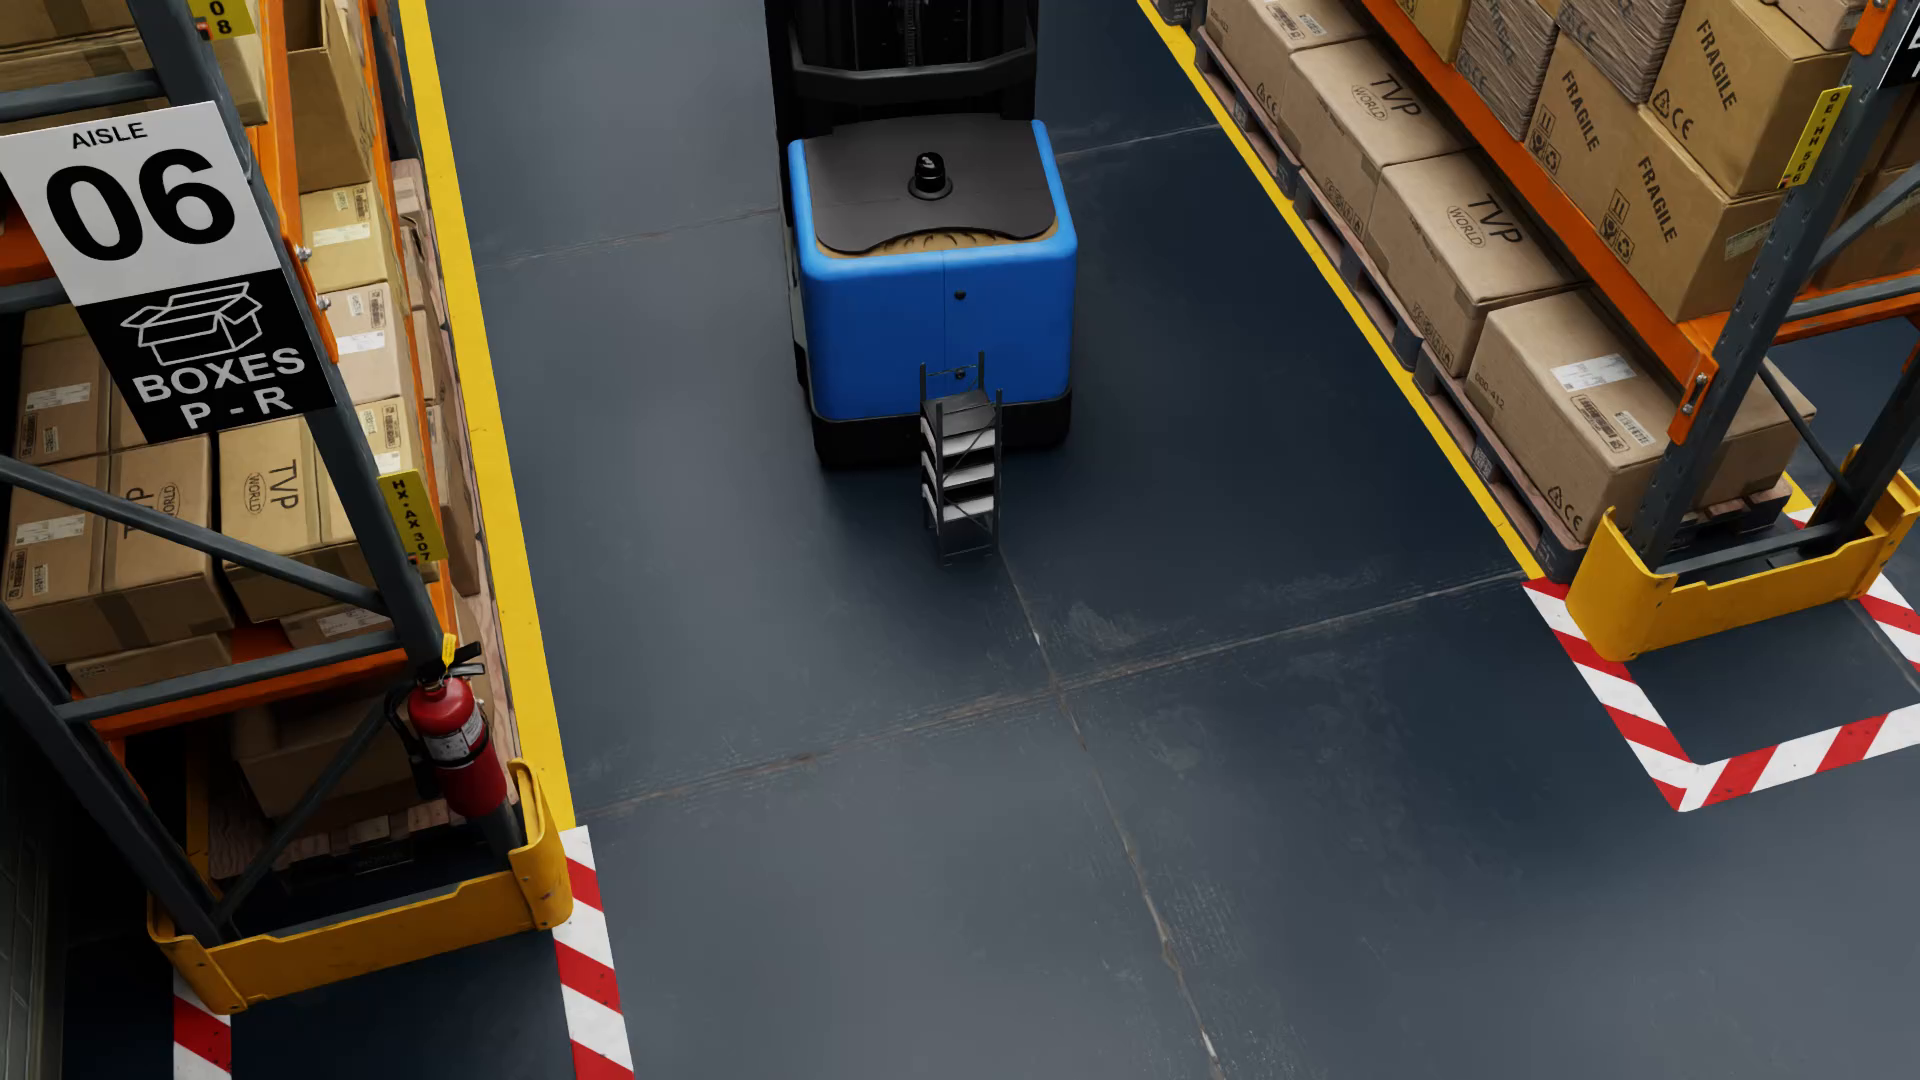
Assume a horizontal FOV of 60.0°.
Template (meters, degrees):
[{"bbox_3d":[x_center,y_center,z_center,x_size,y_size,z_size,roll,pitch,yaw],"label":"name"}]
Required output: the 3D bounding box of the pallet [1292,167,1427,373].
[{"bbox_3d":[2.220,-1.331,7.524,1.003,0.211,1.213,-13,51,-11],"label":"pallet"}]

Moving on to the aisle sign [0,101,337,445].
[{"bbox_3d":[-1.551,-0.504,3.302,0.394,0.787,0.004,-13,51,-11],"label":"aisle sign"}]

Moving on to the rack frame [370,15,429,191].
[{"bbox_3d":[-3.035,-2.571,6.745,1.000,3.000,0.127,-13,51,-11],"label":"rack frame"}]

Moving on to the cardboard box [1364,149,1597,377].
[{"bbox_3d":[2.319,-1.210,6.999,0.875,0.438,0.875,-12,51,-10],"label":"cardboard box"}]

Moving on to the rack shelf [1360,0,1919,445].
[{"bbox_3d":[2.297,-2.003,6.737,1.077,0.370,4.000,-13,51,-11],"label":"rack shelf"}]

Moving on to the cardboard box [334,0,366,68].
[{"bbox_3d":[-2.489,-1.939,6.116,0.500,0.250,0.500,-13,51,-11],"label":"cardboard box"}]

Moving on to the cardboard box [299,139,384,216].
[{"bbox_3d":[-2.203,-1.196,5.489,0.500,0.250,0.500,-15,51,-12],"label":"cardboard box"}]

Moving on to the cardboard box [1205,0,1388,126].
[{"bbox_3d":[1.789,-2.523,8.106,0.875,0.438,0.875,-14,51,-12],"label":"cardboard box"}]

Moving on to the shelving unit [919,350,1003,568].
[{"bbox_3d":[0.002,-0.284,6.191,0.258,0.900,0.210,-13,51,-11],"label":"shelving unit"}]

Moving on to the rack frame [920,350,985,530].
[{"bbox_3d":[-0.028,-0.358,6.253,0.240,0.900,0.006,-13,51,-11],"label":"rack frame"}]

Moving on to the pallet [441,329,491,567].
[{"bbox_3d":[-2.468,-0.278,6.636,1.003,0.211,1.213,-13,51,-11],"label":"pallet"}]

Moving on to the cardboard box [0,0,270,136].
[{"bbox_3d":[-1.722,-1.050,3.404,0.500,0.250,0.500,-14,51,-11],"label":"cardboard box"}]

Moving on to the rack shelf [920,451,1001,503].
[{"bbox_3d":[0.002,-0.263,6.216,0.258,0.077,0.200,-13,51,-11],"label":"rack shelf"}]

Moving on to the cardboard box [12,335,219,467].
[{"bbox_3d":[-2.393,-0.350,4.776,0.500,0.250,0.500,-13,51,-11],"label":"cardboard box"}]

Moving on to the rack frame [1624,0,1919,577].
[{"bbox_3d":[2.889,-0.775,5.231,1.000,3.000,0.127,-13,51,-11],"label":"rack frame"}]

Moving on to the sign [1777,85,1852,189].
[{"bbox_3d":[2.366,-1.112,4.603,0.100,0.325,0.005,-13,51,-11],"label":"sign"}]

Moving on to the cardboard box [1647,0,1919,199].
[{"bbox_3d":[2.519,-1.427,5.062,0.500,0.500,0.500,-12,51,-10],"label":"cardboard box"}]

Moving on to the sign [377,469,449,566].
[{"bbox_3d":[-1.334,-0.051,4.055,0.100,0.325,0.005,-13,51,-11],"label":"sign"}]

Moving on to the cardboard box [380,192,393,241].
[{"bbox_3d":[-2.118,-1.011,5.594,0.380,0.149,0.250,-12,51,-10],"label":"cardboard box"}]

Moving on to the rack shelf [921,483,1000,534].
[{"bbox_3d":[0.002,-0.147,6.354,0.258,0.077,0.200,-13,51,-11],"label":"rack shelf"}]

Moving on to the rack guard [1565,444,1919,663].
[{"bbox_3d":[2.896,0.049,6.172,1.175,0.500,0.348,-13,51,-11],"label":"rack guard"}]

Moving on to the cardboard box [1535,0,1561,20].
[{"bbox_3d":[2.193,-2.164,5.683,0.500,0.500,0.500,-14,51,-11],"label":"cardboard box"}]

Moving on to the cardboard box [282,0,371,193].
[{"bbox_3d":[-2.173,-1.427,5.193,0.500,0.500,0.500,-12,51,-10],"label":"cardboard box"}]

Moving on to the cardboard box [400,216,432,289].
[{"bbox_3d":[-2.484,-1.224,7.123,0.396,0.266,0.258,-12,51,-10],"label":"cardboard box"}]

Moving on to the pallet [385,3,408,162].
[{"bbox_3d":[-3.312,-2.258,8.305,1.003,0.211,1.213,-13,51,-11],"label":"pallet"}]

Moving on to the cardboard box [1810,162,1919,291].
[{"bbox_3d":[3.021,-1.222,5.543,0.500,0.500,0.500,-14,51,-11],"label":"cardboard box"}]

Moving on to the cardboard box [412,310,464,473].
[{"bbox_3d":[-2.219,-0.489,6.350,0.500,0.500,0.500,-12,51,-10],"label":"cardboard box"}]

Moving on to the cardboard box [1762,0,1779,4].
[{"bbox_3d":[2.493,-1.735,4.897,0.380,0.149,0.250,-12,51,-10],"label":"cardboard box"}]

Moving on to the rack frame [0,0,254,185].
[{"bbox_3d":[-1.852,-1.583,1.989,1.000,3.000,0.127,-13,51,-11],"label":"rack frame"}]

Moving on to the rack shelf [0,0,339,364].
[{"bbox_3d":[-2.443,-1.845,4.642,1.077,0.370,4.000,-13,51,-11],"label":"rack shelf"}]

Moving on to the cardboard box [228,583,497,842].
[{"bbox_3d":[-1.942,0.552,5.471,0.797,0.503,0.637,-15,52,-12],"label":"cardboard box"}]

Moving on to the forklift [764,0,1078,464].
[{"bbox_3d":[-0.265,-2.397,6.643,1.130,2.935,3.031,-6,50,-5],"label":"forklift"}]

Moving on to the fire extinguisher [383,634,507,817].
[{"bbox_3d":[-1.367,0.499,4.452,0.296,0.674,0.183,-13,51,-11],"label":"fire extinguisher"}]

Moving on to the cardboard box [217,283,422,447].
[{"bbox_3d":[-1.878,-0.458,4.867,0.500,0.250,0.500,-13,51,-11],"label":"cardboard box"}]

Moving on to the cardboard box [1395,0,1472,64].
[{"bbox_3d":[2.032,-2.217,6.381,0.500,0.500,0.500,-12,51,-10],"label":"cardboard box"}]

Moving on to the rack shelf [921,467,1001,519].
[{"bbox_3d":[0.002,-0.205,6.285,0.258,0.077,0.200,-13,51,-11],"label":"rack shelf"}]

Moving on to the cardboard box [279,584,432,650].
[{"bbox_3d":[-1.687,0.129,4.633,0.380,0.149,0.250,-14,51,-11],"label":"cardboard box"}]

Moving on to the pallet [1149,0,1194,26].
[{"bbox_3d":[1.406,-3.344,9.220,1.003,0.211,1.213,-13,51,-11],"label":"pallet"}]

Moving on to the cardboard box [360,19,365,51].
[{"bbox_3d":[-2.502,-1.945,6.381,0.380,0.149,0.250,-12,51,-10],"label":"cardboard box"}]

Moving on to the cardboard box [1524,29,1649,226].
[{"bbox_3d":[2.359,-1.469,5.751,0.500,0.500,0.500,-14,51,-12],"label":"cardboard box"}]

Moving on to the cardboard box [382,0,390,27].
[{"bbox_3d":[-3.130,-2.691,8.207,0.500,0.500,0.500,-14,51,-11],"label":"cardboard box"}]
